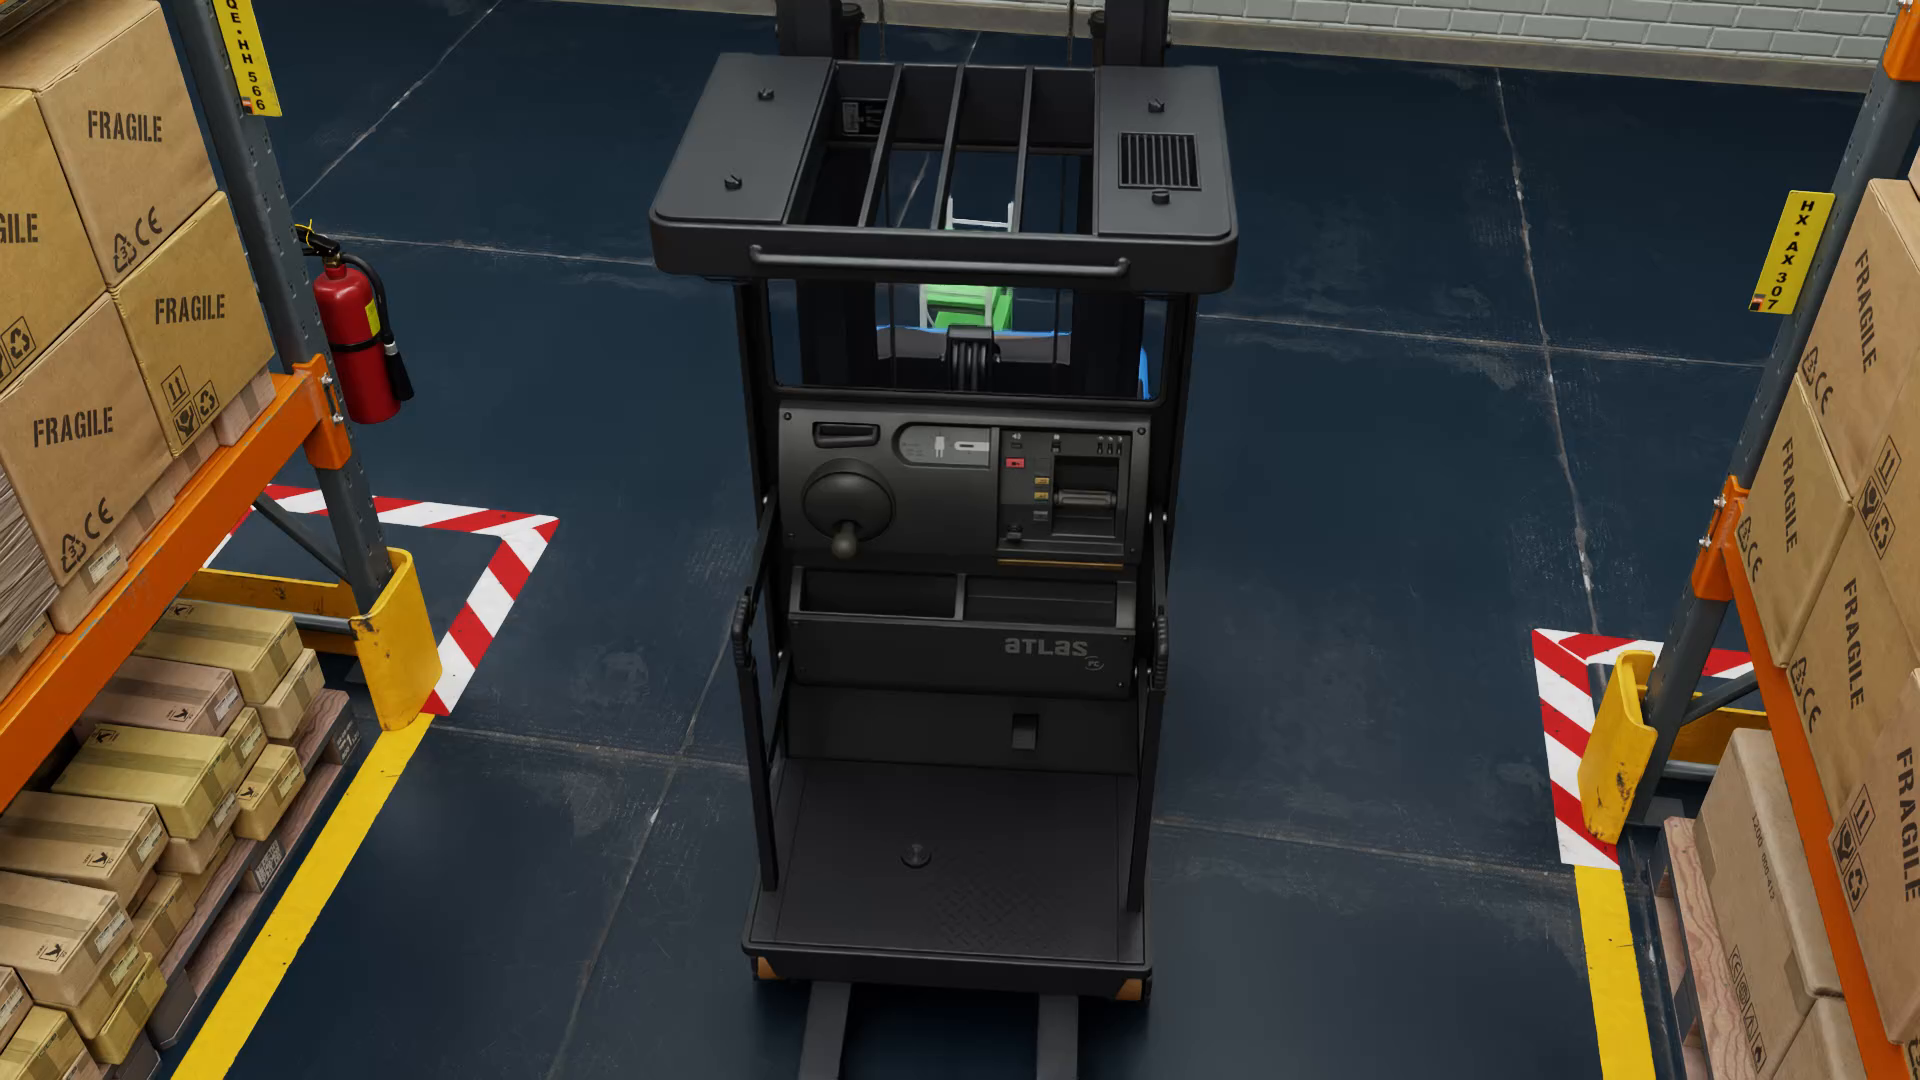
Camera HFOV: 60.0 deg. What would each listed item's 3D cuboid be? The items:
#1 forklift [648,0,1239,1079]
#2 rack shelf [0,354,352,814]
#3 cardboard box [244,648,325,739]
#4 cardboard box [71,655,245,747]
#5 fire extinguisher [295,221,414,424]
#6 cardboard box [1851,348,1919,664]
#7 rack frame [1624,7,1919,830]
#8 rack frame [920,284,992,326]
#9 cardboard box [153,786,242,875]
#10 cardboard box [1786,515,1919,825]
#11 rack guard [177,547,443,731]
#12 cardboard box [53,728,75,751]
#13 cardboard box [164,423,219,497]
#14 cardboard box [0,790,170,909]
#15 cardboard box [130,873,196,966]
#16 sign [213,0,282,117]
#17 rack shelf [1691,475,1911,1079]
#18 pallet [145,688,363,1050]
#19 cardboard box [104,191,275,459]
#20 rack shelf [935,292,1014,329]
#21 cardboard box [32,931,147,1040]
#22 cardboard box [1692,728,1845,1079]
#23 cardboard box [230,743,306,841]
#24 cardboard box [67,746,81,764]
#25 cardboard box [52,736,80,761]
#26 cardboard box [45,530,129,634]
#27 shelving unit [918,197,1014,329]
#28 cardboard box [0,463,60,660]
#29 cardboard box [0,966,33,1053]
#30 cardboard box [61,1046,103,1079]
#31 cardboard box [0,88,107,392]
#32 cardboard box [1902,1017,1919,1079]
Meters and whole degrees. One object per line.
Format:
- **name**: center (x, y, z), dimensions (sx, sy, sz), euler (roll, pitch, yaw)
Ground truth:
- **forklift**: center (-0.006, -0.058, 4.020), dimensions (1.130, 2.935, 3.031), euler (3, 40, 3)
- **rack shelf**: center (-2.703, 0.794, 3.500), dimensions (1.077, 0.370, 4.000), euler (6, 40, 8)
- **cardboard box**: center (-2.167, 0.446, 5.031), dimensions (0.380, 0.149, 0.250), euler (5, 40, 6)
- **cardboard box**: center (-2.299, 0.480, 4.756), dimensions (0.380, 0.149, 0.250), euler (7, 40, 9)
- **fire extinguisher**: center (-1.859, -0.672, 5.063), dimensions (0.296, 0.674, 0.183), euler (6, 40, 8)
- **cardboard box**: center (2.090, -0.085, 3.136), dimensions (0.500, 0.500, 0.500), euler (5, 40, 6)
- **rack frame**: center (2.536, -0.256, 4.206), dimensions (1.000, 3.000, 0.127), euler (6, 40, 8)
- **rack frame**: center (-0.014, -0.413, 5.808), dimensions (0.240, 1.200, 0.015), euler (6, 40, 8)
- **cardboard box**: center (-2.255, 0.773, 4.636), dimensions (0.380, 0.149, 0.250), euler (5, 40, 6)
- **cardboard box**: center (2.110, 0.295, 3.460), dimensions (0.500, 0.500, 0.500), euler (6, 40, 7)
- **rack guard**: center (-2.370, 0.272, 5.528), dimensions (1.175, 0.500, 0.348), euler (6, 40, 8)
- **cardboard box**: center (-2.711, 0.447, 4.797), dimensions (0.380, 0.149, 0.250), euler (7, 40, 8)
- **cardboard box**: center (-2.215, -0.254, 4.400), dimensions (0.380, 0.149, 0.250), euler (6, 40, 8)
- **cardboard box**: center (-2.326, 0.813, 4.354), dimensions (0.380, 0.149, 0.250), euler (5, 40, 6)
- **cardboard box**: center (-2.348, 1.037, 4.550), dimensions (0.380, 0.149, 0.250), euler (7, 40, 8)
- **sign**: center (-1.814, -1.233, 4.231), dimensions (0.100, 0.325, 0.005), euler (6, 40, 8)
- **rack shelf**: center (2.190, 1.276, 2.917), dimensions (1.077, 0.370, 4.000), euler (6, 40, 8)
- **pallet**: center (-2.545, 0.890, 5.008), dimensions (1.003, 0.211, 1.213), euler (6, 40, 8)
- **cardboard box**: center (-2.181, -0.581, 4.287), dimensions (0.500, 0.500, 0.500), euler (7, 40, 9)
- **rack shelf**: center (0.029, -0.702, 5.881), dimensions (0.258, 0.148, 0.480), euler (6, 40, 8)
- **cardboard box**: center (-2.332, 1.099, 4.241), dimensions (0.380, 0.149, 0.250), euler (7, 40, 8)
- **cardboard box**: center (2.520, 0.995, 4.374), dimensions (0.875, 0.438, 0.875), euler (5, 40, 6)
- **cardboard box**: center (-2.187, 0.724, 4.928), dimensions (0.380, 0.149, 0.250), euler (8, 40, 9)
- **cardboard box**: center (-2.727, 0.665, 4.999), dimensions (0.380, 0.149, 0.250), euler (6, 40, 7)
- **cardboard box**: center (-2.803, 0.550, 4.905), dimensions (0.380, 0.149, 0.250), euler (6, 40, 7)
- **cardboard box**: center (-2.265, 0.068, 4.011), dimensions (0.380, 0.149, 0.250), euler (7, 40, 9)
- **shelving unit**: center (0.029, -0.566, 5.993), dimensions (0.258, 1.200, 0.503), euler (6, 40, 8)
- **cardboard box**: center (-2.354, 0.060, 3.511), dimensions (0.500, 0.500, 0.500), euler (7, 40, 8)
- **cardboard box**: center (-2.472, 1.140, 3.957), dimensions (0.380, 0.149, 0.250), euler (5, 40, 6)
- **cardboard box**: center (-2.397, 1.373, 4.143), dimensions (0.380, 0.149, 0.250), euler (7, 40, 9)
- **cardboard box**: center (-2.279, -0.645, 3.579), dimensions (0.500, 0.500, 0.500), euler (5, 40, 6)
- **cardboard box**: center (1.934, 0.929, 2.694), dimensions (0.500, 0.500, 0.500), euler (8, 40, 9)
